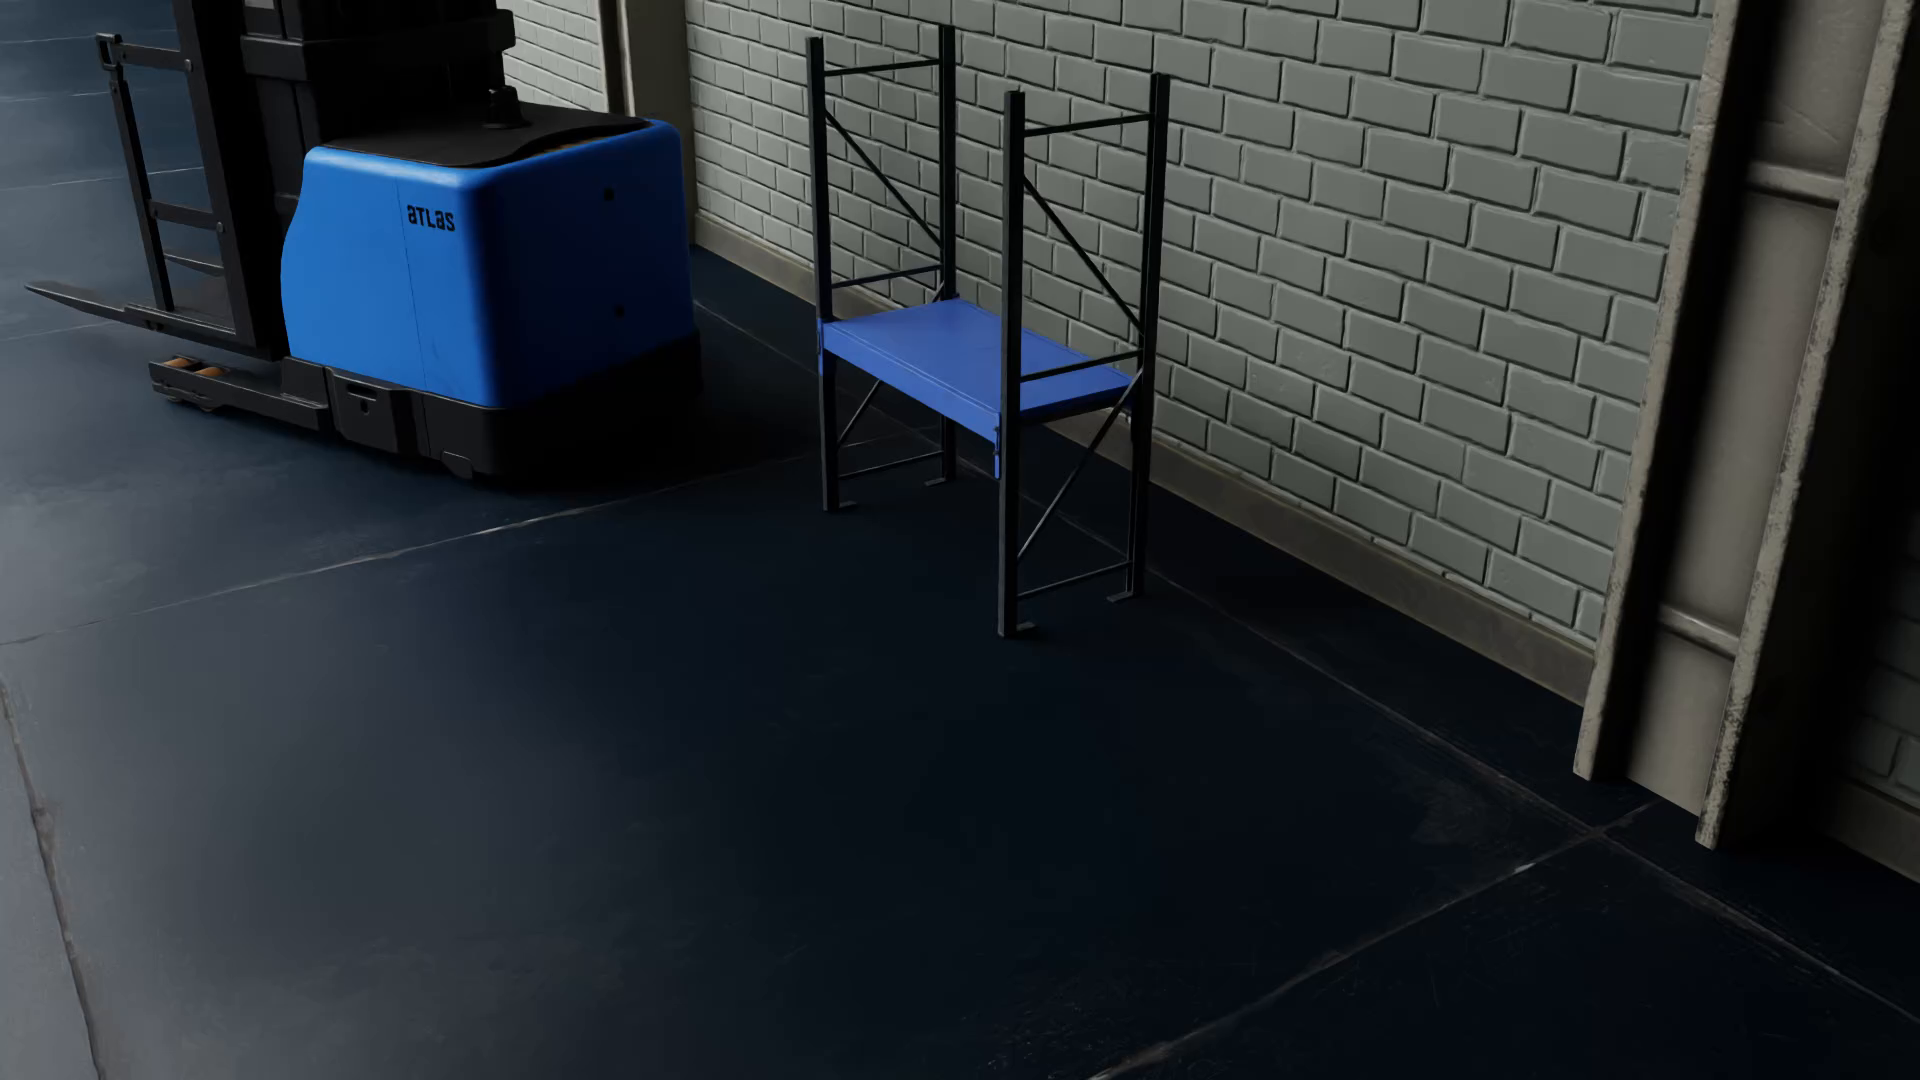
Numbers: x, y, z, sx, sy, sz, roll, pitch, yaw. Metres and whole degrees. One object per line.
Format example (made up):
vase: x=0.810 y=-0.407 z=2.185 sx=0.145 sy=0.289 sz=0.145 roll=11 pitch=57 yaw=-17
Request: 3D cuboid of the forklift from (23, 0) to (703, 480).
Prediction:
forklift: x=-2.491 y=-1.984 z=6.019 sx=3.031 sy=2.935 sz=1.130 roll=15 pitch=29 yaw=28

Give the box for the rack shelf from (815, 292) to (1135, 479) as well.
rack shelf: x=0.047 y=-0.485 z=4.942 sx=0.538 sy=0.185 sz=1.000 roll=-16 pitch=29 yaw=-30

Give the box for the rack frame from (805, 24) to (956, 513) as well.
rack frame: x=-0.231 y=-0.830 z=5.250 sx=0.500 sy=1.500 sz=0.032 roll=-16 pitch=29 yaw=-30

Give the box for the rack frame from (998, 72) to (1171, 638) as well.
rack frame: x=0.324 y=-0.466 z=4.480 sx=0.500 sy=1.500 sz=0.032 roll=-16 pitch=29 yaw=-30

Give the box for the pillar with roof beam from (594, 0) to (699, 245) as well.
pillar with roof beam: x=-5.155 y=-4.614 z=4.483 sx=9.100 sy=9.000 sz=0.400 roll=-16 pitch=29 yaw=-30

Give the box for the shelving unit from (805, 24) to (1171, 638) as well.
shelving unit: x=0.047 y=-0.648 z=4.865 sx=0.538 sy=1.500 sz=1.048 roll=-16 pitch=29 yaw=-30
